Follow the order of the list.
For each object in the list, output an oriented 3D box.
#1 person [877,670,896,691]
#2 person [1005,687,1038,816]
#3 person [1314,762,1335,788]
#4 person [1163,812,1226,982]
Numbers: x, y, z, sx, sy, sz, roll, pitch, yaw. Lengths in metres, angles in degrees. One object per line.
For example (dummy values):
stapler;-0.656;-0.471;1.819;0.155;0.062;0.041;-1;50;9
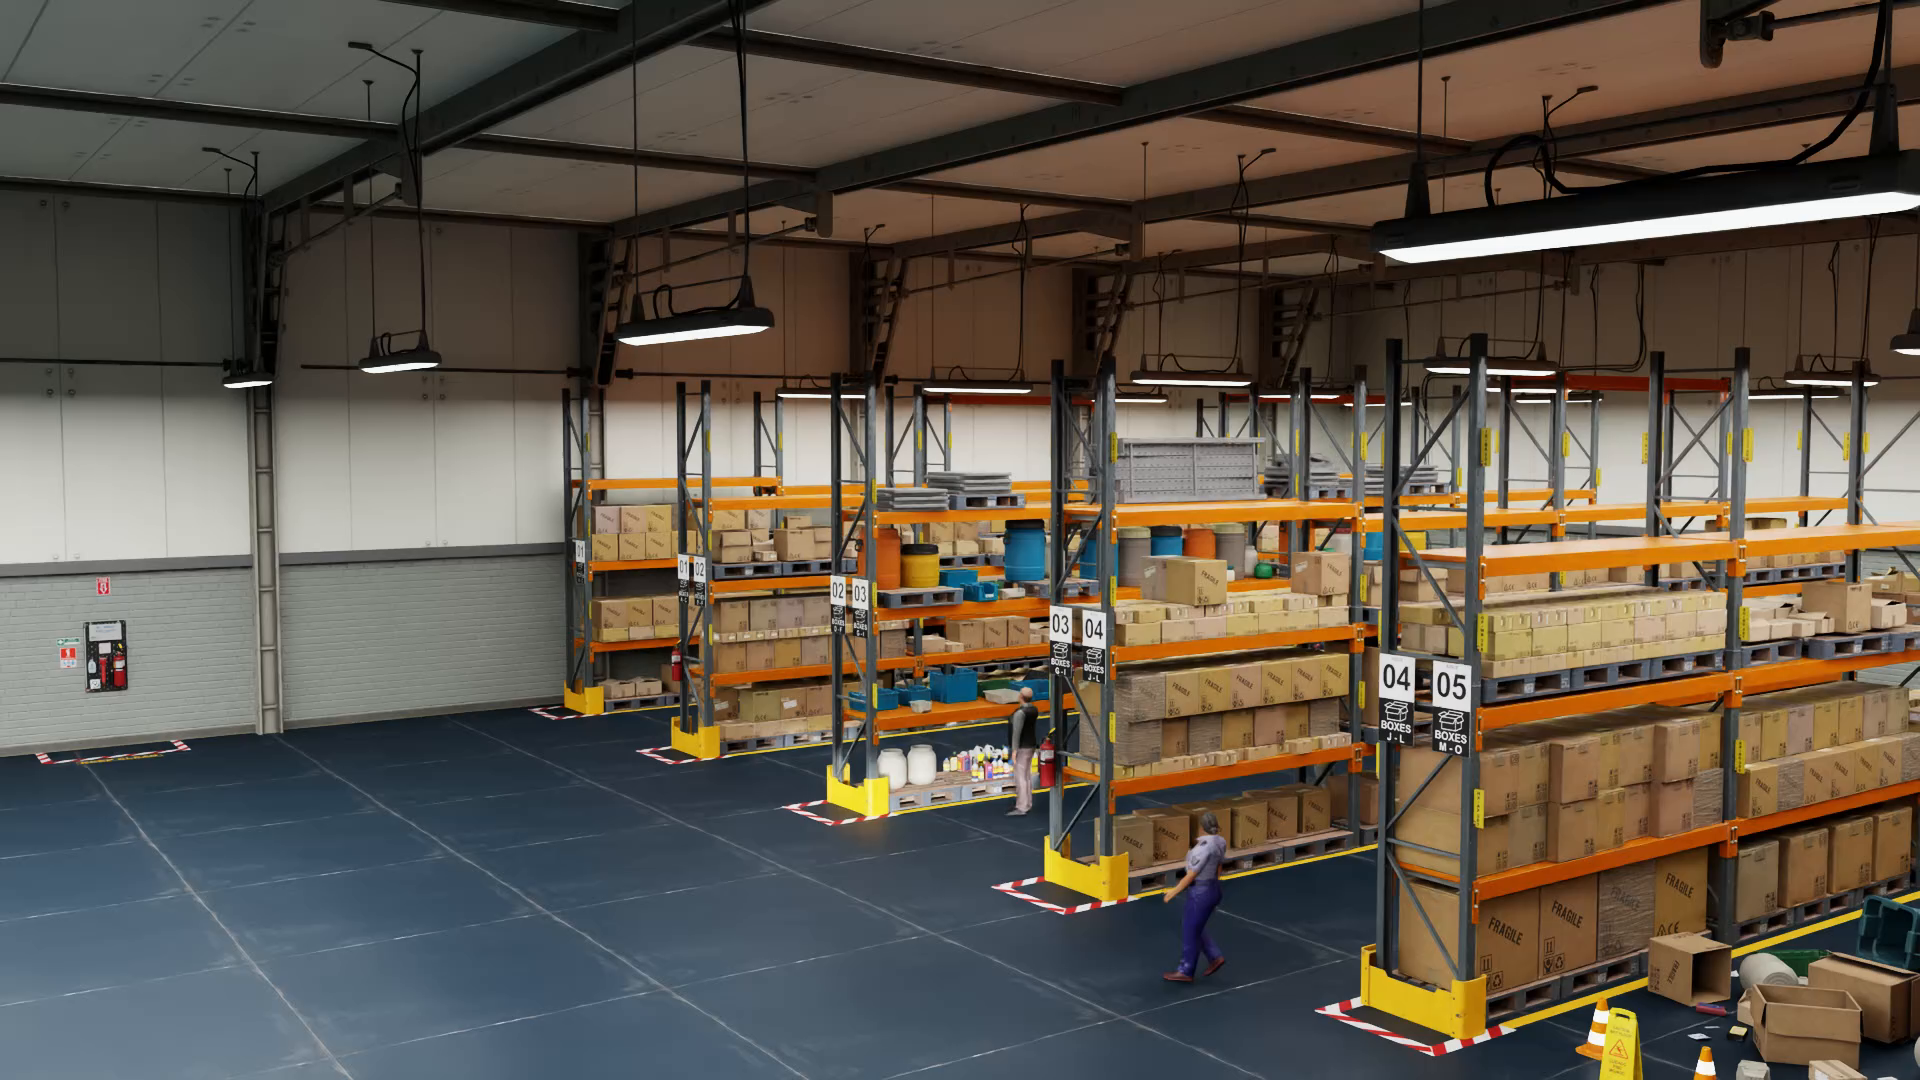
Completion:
person;-1.463;2.294;31.723;0.709;1.814;0.642;1;4;18
person;0.836;2.852;22.566;0.417;1.720;0.586;1;4;15
person;5.095;2.799;23.258;0.401;1.790;0.570;2;4;23
person;2.206;3.343;15.646;0.576;1.634;0.547;1;4;22
